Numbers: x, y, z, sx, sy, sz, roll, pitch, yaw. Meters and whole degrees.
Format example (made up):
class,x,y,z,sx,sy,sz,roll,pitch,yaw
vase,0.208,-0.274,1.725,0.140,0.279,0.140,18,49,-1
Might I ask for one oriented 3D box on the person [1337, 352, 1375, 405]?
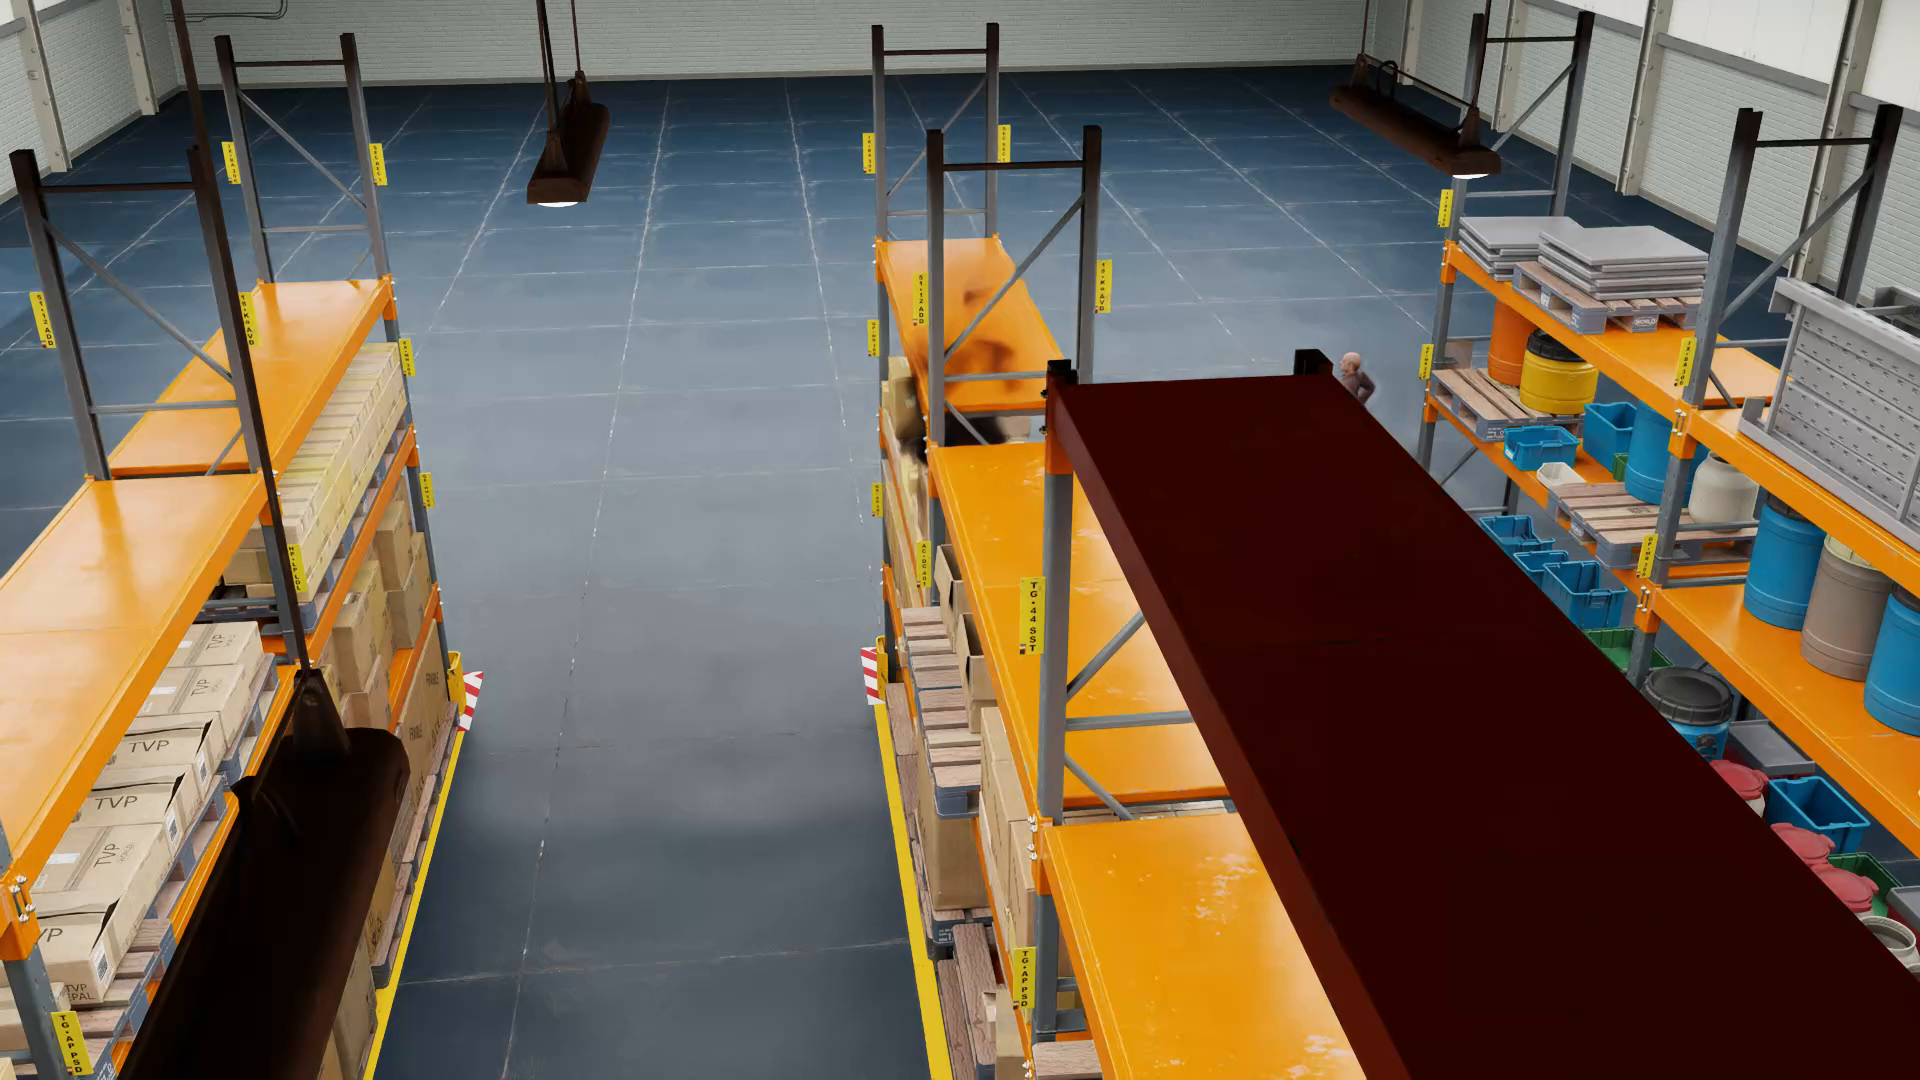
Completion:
class,x,y,z,sx,sy,sz,roll,pitch,yaw
person,4.425,-1.283,19.112,0.903,1.837,0.681,7,26,13
